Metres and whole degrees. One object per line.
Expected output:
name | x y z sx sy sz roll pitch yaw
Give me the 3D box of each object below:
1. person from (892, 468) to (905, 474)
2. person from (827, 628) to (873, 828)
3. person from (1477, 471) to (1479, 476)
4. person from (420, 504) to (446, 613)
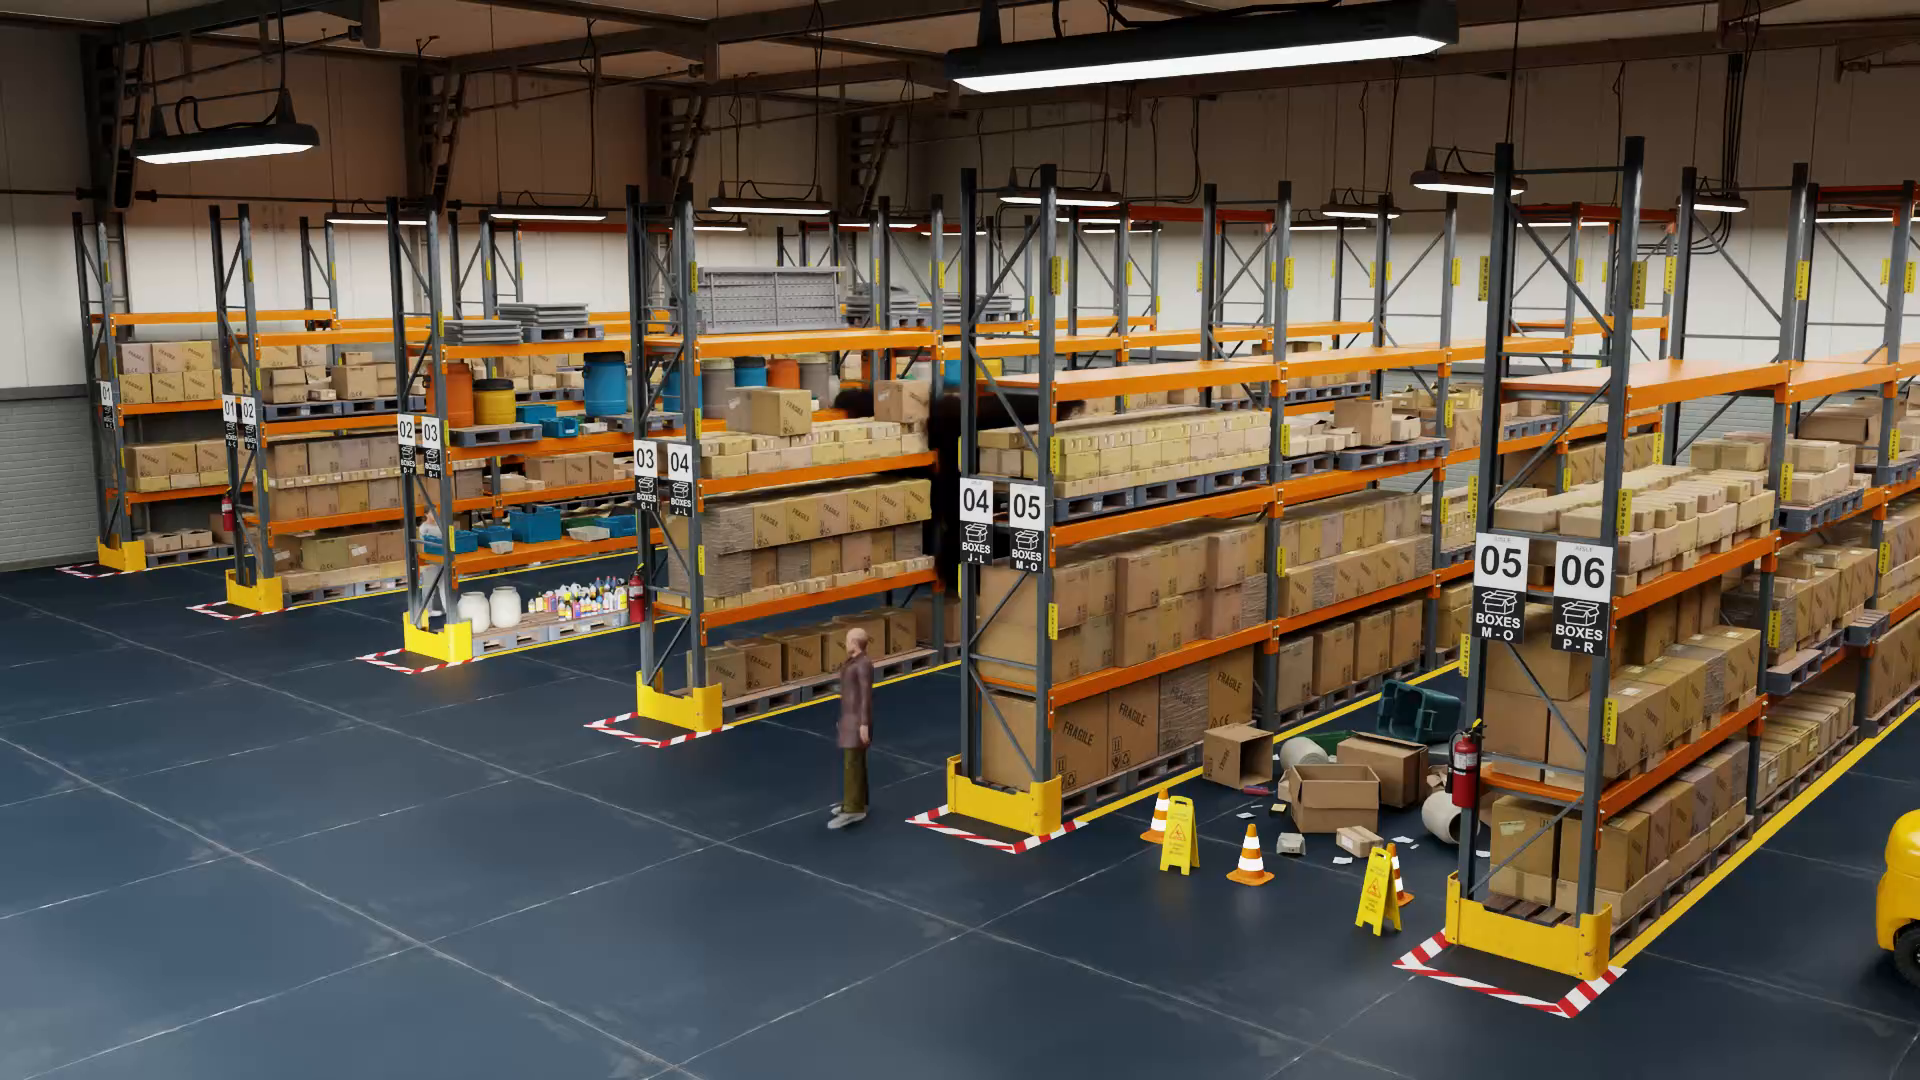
person | -1.178 -0.944 31.531 0.529 1.673 0.815 9 13 44
person | -1.050 1.729 15.578 0.466 1.805 0.668 -2 10 -10
person | 9.561 -0.603 30.336 0.632 1.486 0.448 5 11 27
person | -7.723 0.312 24.516 0.450 1.495 0.445 1 10 8
